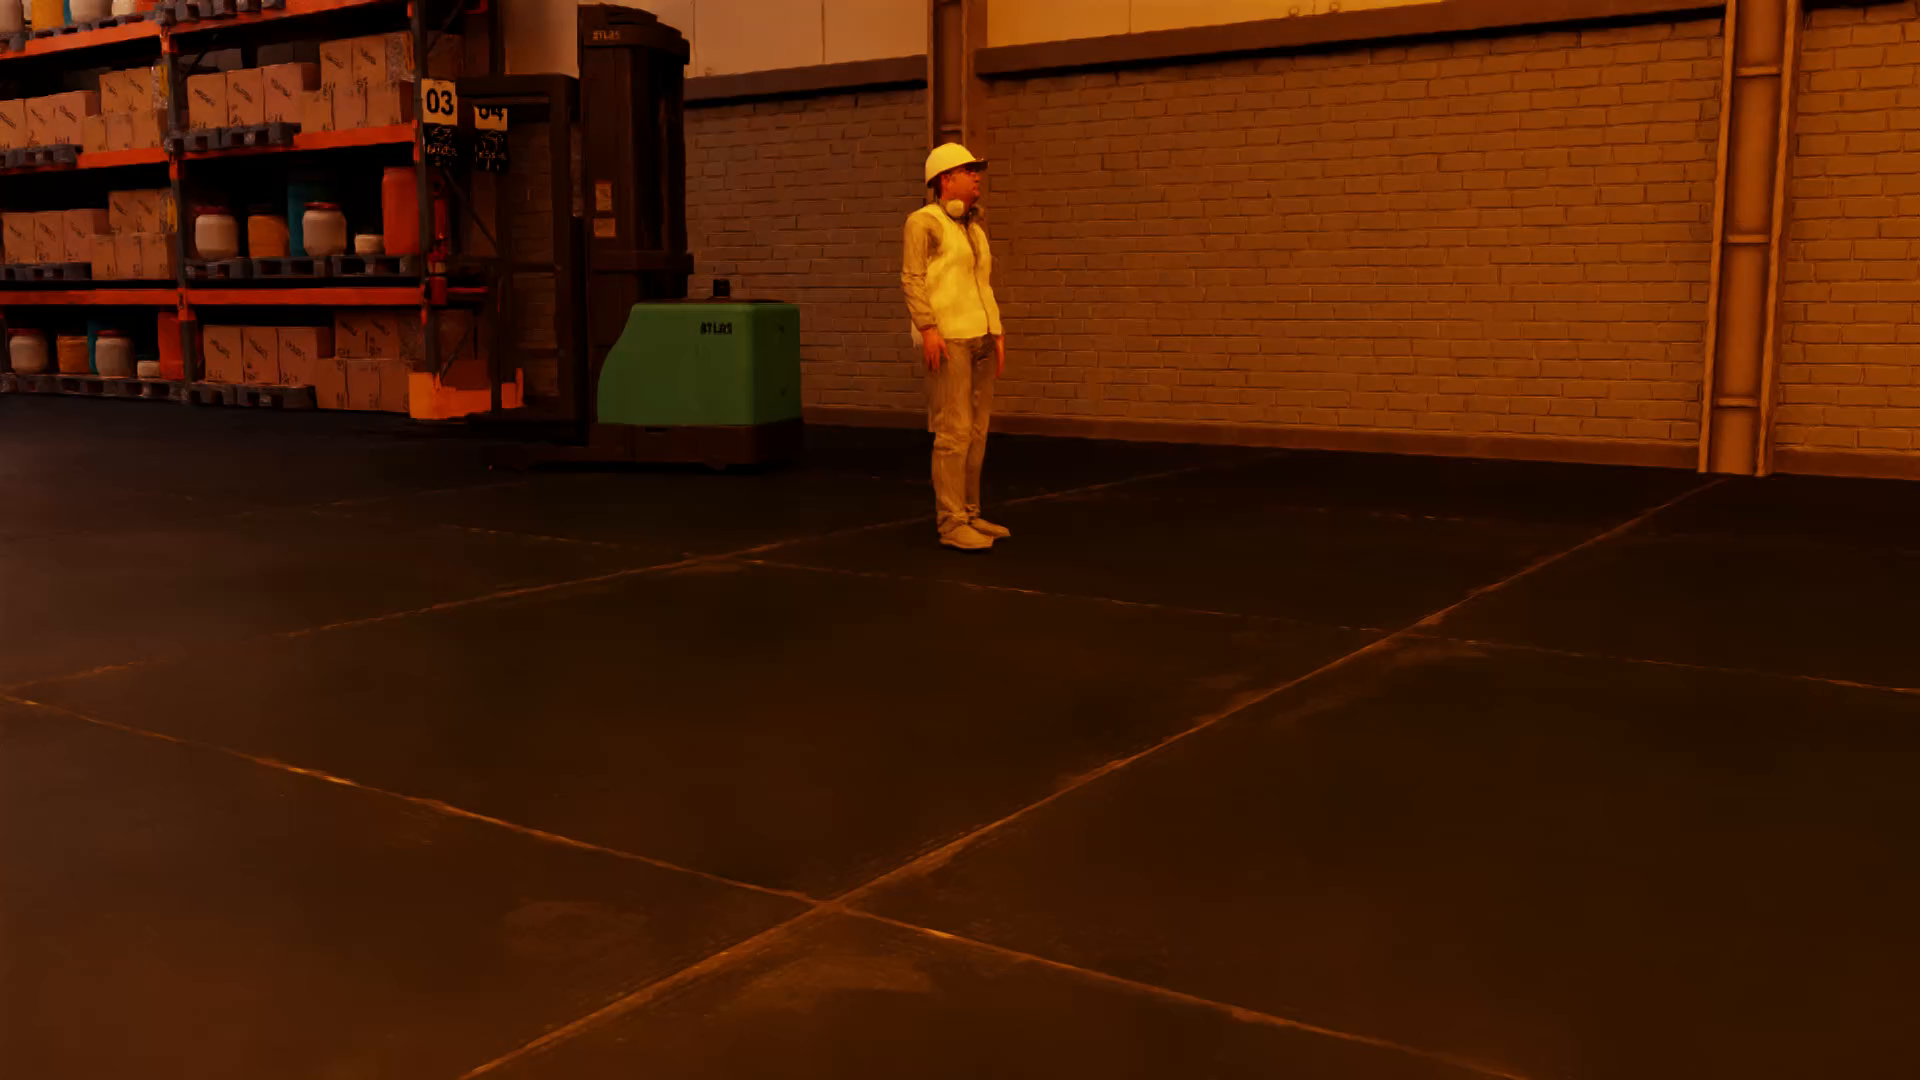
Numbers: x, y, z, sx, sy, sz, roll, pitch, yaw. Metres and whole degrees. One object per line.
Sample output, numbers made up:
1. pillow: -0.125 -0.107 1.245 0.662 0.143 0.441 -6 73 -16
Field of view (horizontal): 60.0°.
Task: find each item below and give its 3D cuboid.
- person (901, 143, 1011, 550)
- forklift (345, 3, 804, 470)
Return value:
1. person: 0.047 -0.880 7.437 0.567 1.773 0.632 5 10 34
2. forklift: -2.642 -1.978 11.101 3.031 2.935 1.130 2 8 14
